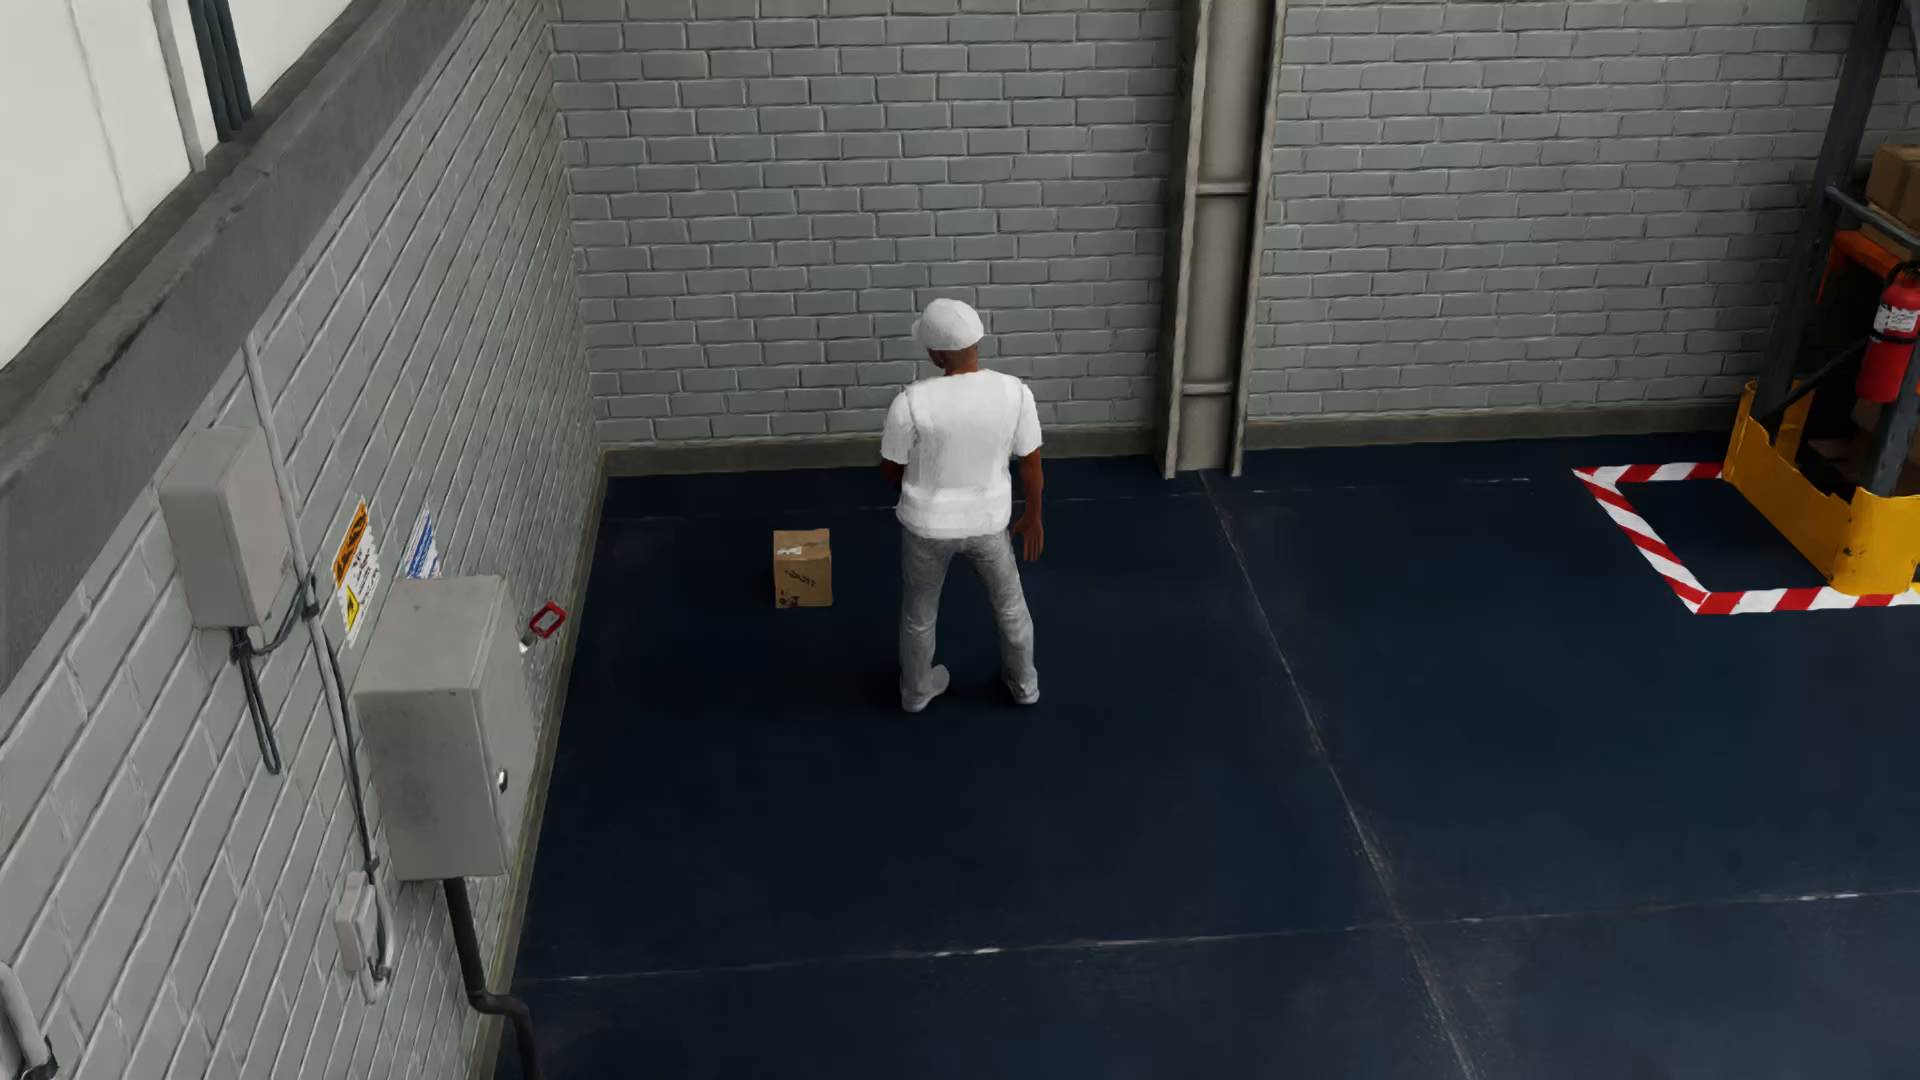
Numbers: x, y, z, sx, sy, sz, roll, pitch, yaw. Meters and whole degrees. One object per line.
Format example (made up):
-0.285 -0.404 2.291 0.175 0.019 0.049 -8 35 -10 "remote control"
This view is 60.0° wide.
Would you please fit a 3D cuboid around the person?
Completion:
0.006 -0.112 6.299 0.639 1.756 0.474 -7 32 -12 "person"
